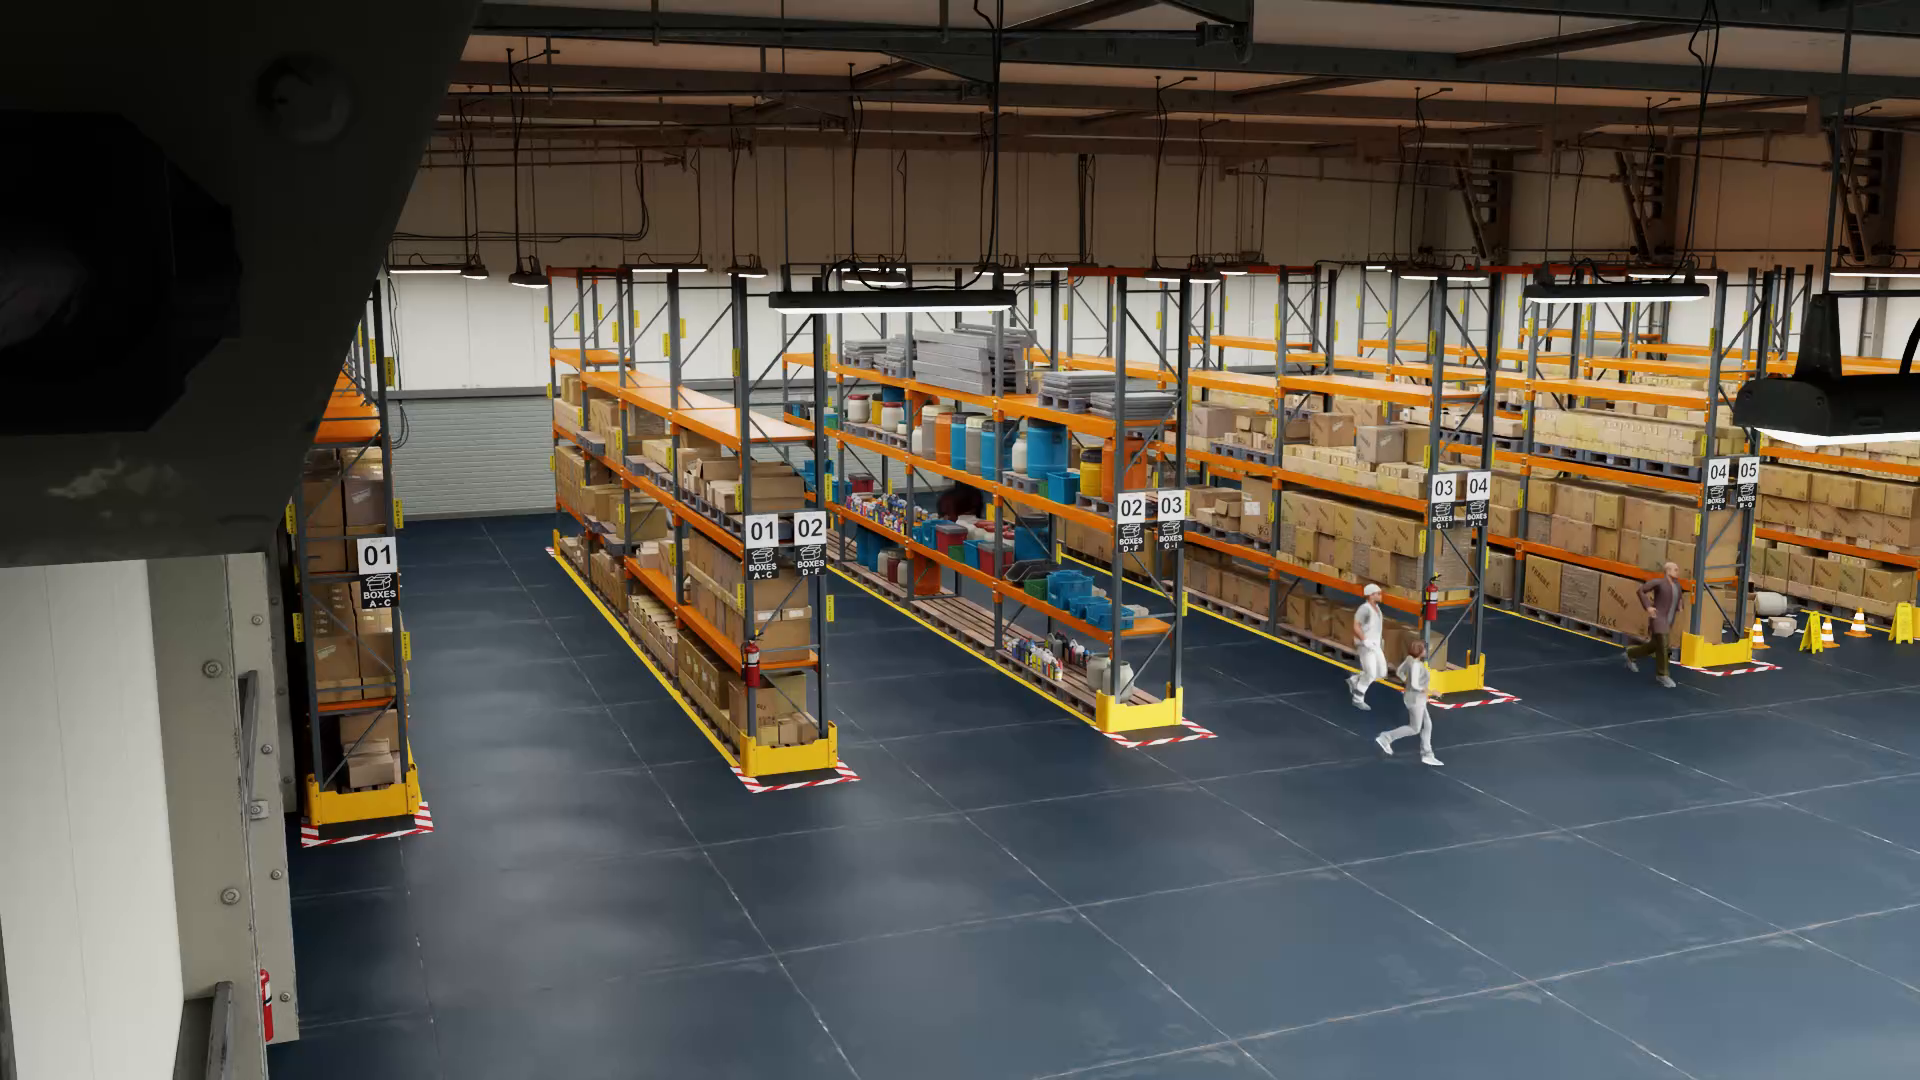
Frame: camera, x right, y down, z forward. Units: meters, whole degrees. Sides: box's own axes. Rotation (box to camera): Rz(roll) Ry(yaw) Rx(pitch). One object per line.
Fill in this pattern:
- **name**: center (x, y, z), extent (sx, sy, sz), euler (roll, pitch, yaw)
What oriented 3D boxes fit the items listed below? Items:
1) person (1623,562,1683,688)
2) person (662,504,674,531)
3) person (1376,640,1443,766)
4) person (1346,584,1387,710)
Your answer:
- **person**: center (10.414, 1.246, 24.716), extent (0.741, 1.680, 1.019), euler (-6, 12, -31)
- **person**: center (-6.452, -0.662, 35.873), extent (0.801, 1.598, 0.629), euler (5, 11, 29)
- **person**: center (5.594, 2.016, 20.584), extent (0.834, 1.594, 0.551), euler (1, 10, 8)
- **person**: center (5.718, 1.476, 23.290), extent (0.561, 1.734, 0.710), euler (8, 13, 39)
